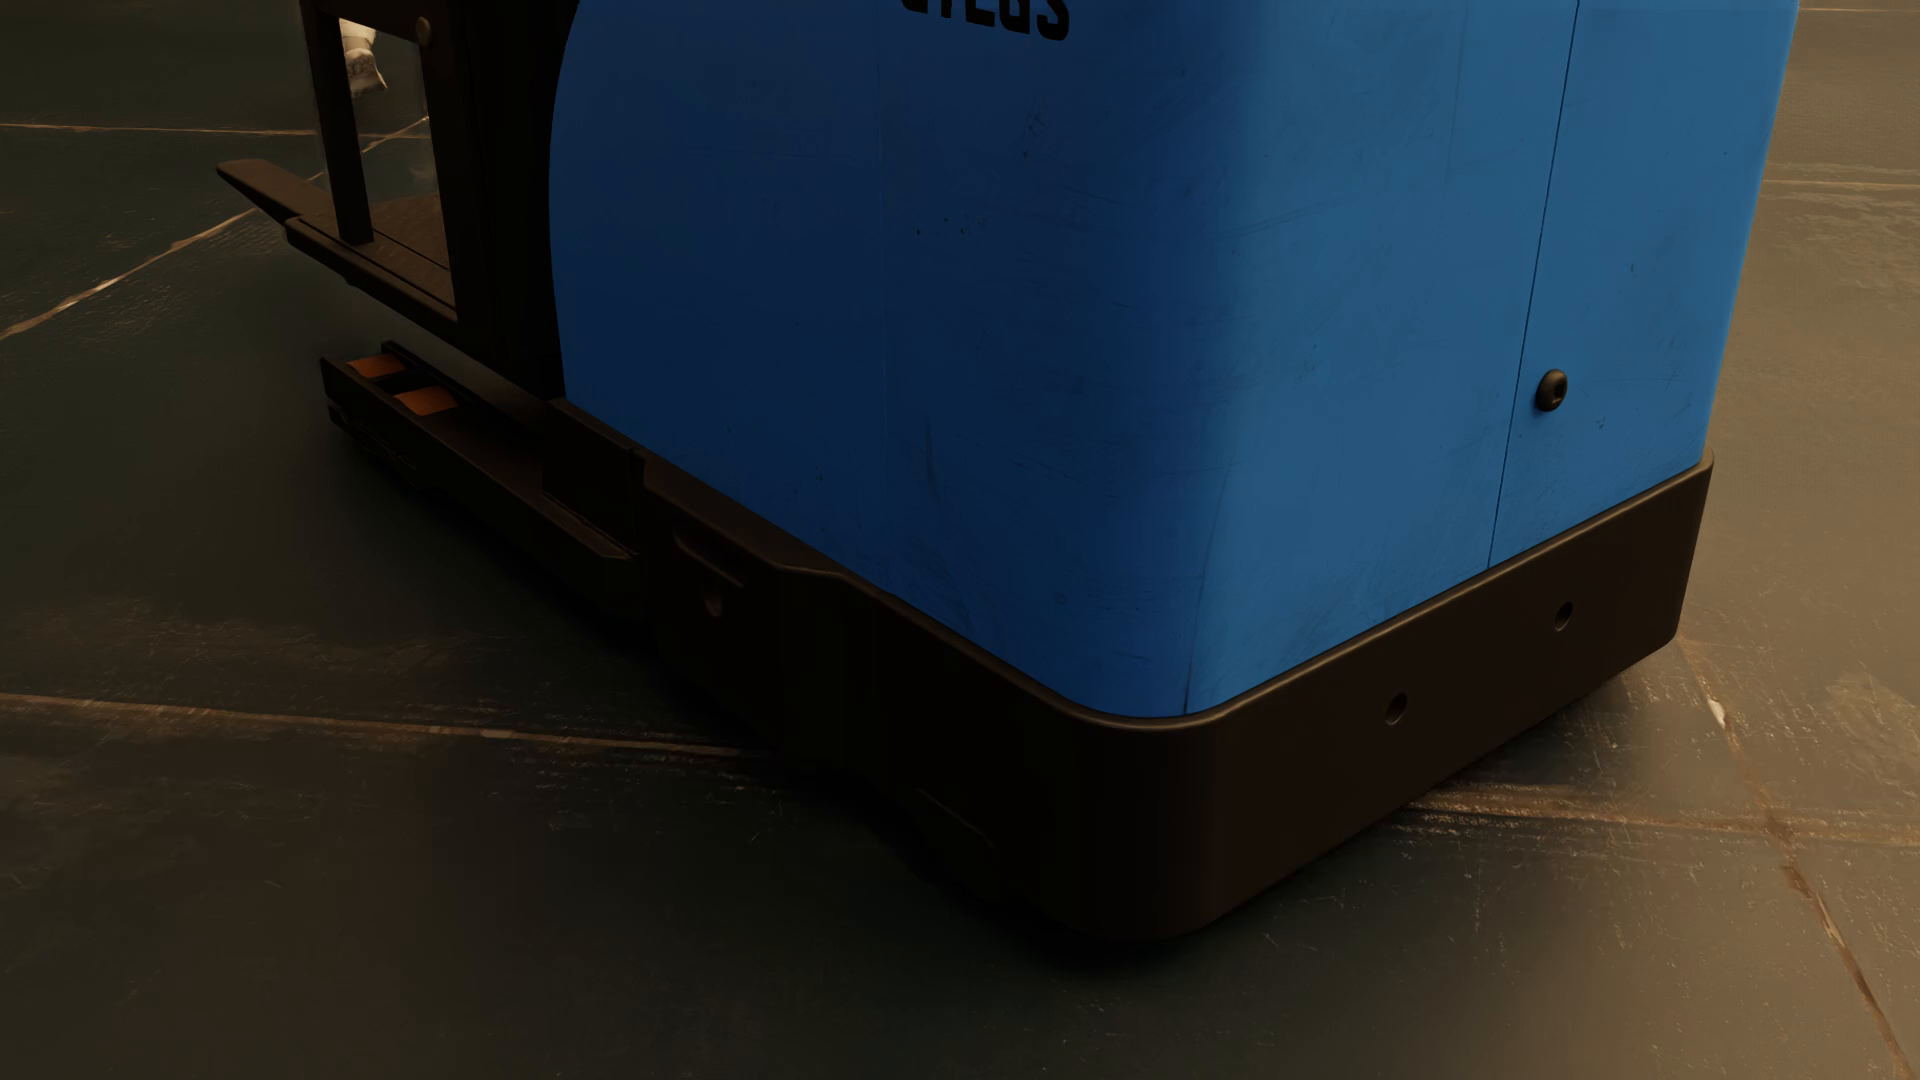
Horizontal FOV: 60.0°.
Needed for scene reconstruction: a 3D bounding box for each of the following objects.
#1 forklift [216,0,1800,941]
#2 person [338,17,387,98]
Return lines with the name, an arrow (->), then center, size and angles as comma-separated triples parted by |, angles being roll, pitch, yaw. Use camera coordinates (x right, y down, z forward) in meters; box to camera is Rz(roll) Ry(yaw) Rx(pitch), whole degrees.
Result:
forklift -> -0.410, -1.516, 2.256 | 1.130, 2.935, 3.031 | -20, 33, -35
person -> -1.484, -2.165, 5.042 | 1.085, 1.524, 0.760 | -14, 30, -25
